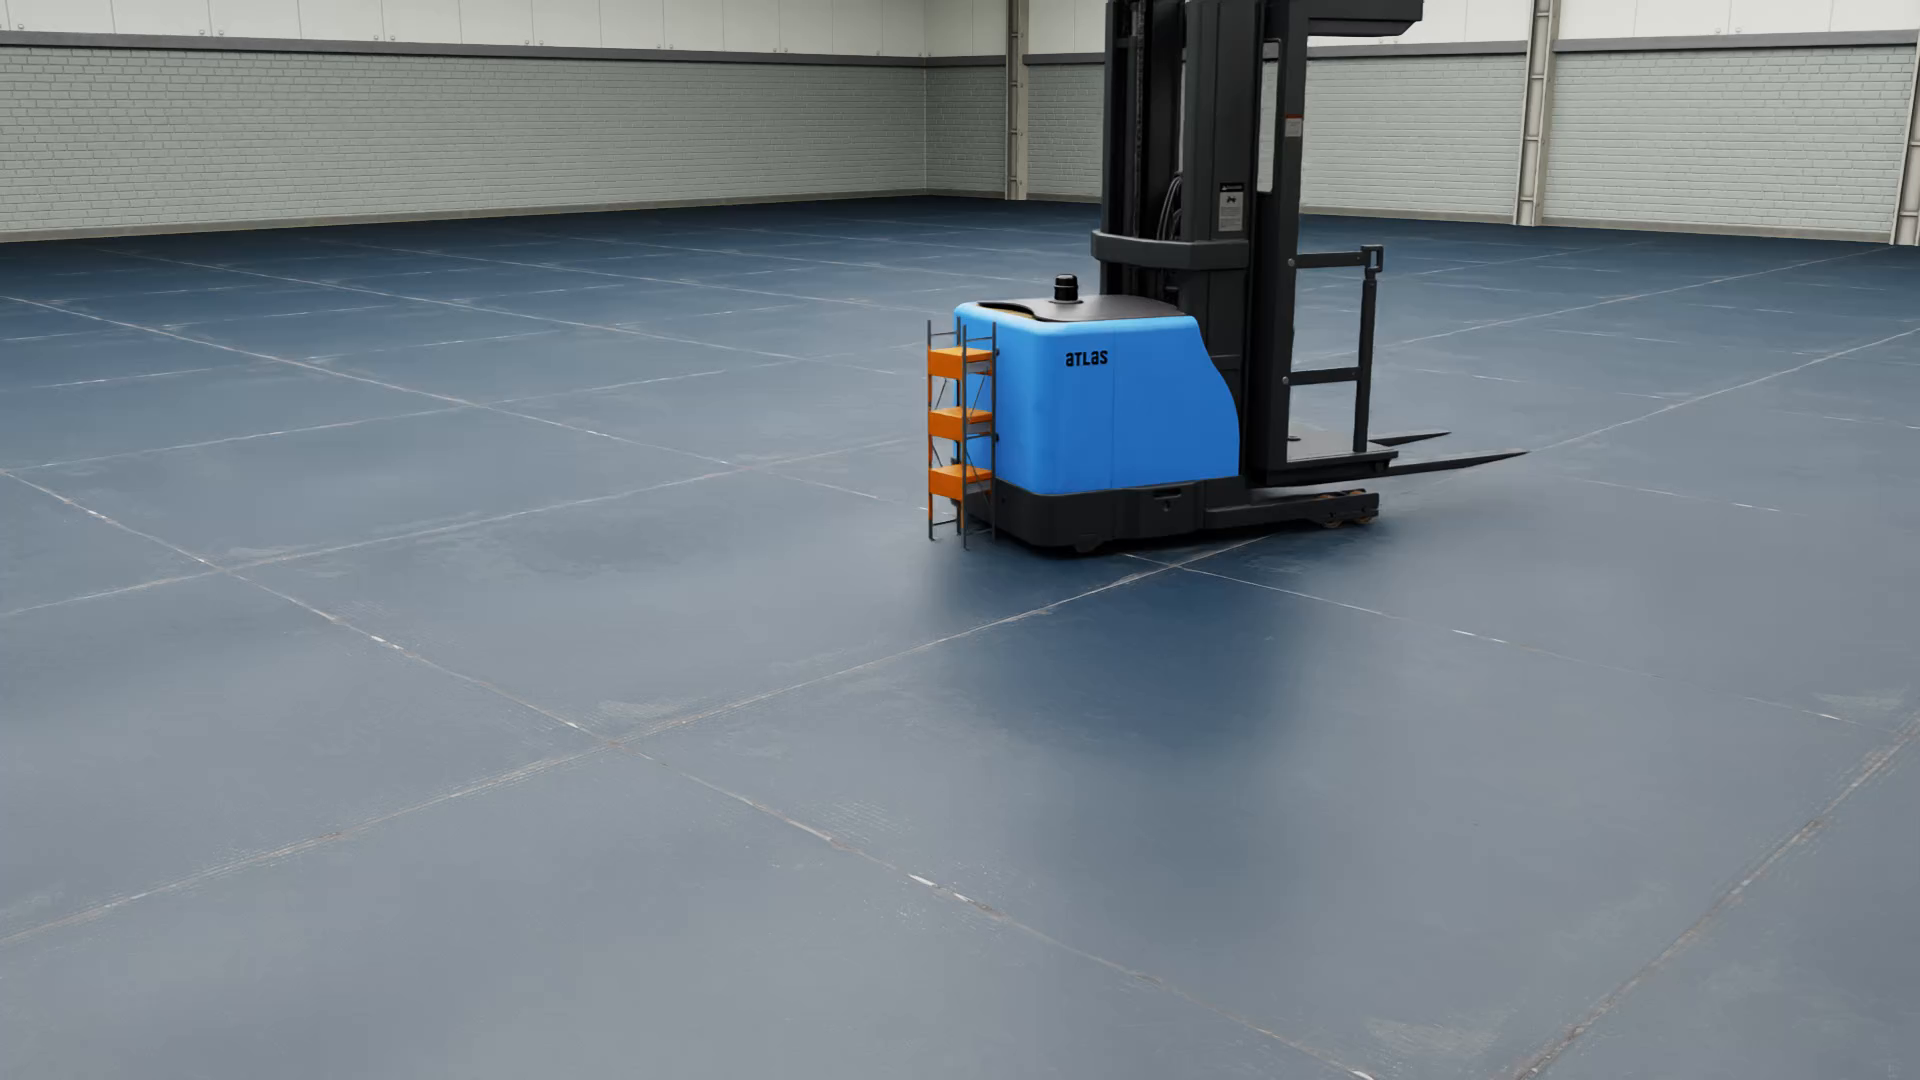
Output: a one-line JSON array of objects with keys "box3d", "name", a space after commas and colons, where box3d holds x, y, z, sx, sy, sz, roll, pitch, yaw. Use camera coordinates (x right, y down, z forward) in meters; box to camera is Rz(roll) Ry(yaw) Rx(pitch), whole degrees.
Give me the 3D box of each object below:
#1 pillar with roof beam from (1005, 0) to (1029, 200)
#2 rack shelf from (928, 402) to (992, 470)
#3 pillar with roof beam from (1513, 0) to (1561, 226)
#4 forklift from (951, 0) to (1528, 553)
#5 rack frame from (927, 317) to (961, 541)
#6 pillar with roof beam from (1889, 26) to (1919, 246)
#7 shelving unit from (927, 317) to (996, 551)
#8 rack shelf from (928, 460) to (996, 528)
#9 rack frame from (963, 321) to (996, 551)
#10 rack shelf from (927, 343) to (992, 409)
[{"box3d": [-1.740, -11.158, 32.908, 0.400, 9.000, 9.100, 14, 20, 42], "name": "pillar with roof beam"}, {"box3d": [0.008, -0.487, 7.762, 0.215, 0.259, 0.240, -13, 19, -40], "name": "rack shelf"}, {"box3d": [6.899, -9.058, 24.848, 0.400, 9.000, 9.100, 14, 20, 42], "name": "pillar with roof beam"}, {"box3d": [1.514, -1.587, 8.211, 3.031, 2.935, 1.130, -7, 16, -24], "name": "forklift"}, {"box3d": [-0.073, -0.521, 7.848, 0.200, 1.050, 0.008, -13, 19, -40], "name": "rack frame"}, {"box3d": [11.218, -8.008, 20.818, 0.400, 9.000, 9.100, 14, 20, 42], "name": "pillar with roof beam"}, {"box3d": [0.008, -0.498, 7.759, 0.215, 1.050, 0.252, -13, 19, -40], "name": "shelving unit"}, {"box3d": [0.008, -0.218, 7.832, 0.215, 0.259, 0.240, -13, 19, -40], "name": "rack shelf"}, {"box3d": [0.089, -0.475, 7.671, 0.200, 1.050, 0.008, -13, 19, -40], "name": "rack frame"}, {"box3d": [0.008, -0.762, 7.691, 0.215, 0.259, 0.240, -13, 19, -40], "name": "rack shelf"}]
